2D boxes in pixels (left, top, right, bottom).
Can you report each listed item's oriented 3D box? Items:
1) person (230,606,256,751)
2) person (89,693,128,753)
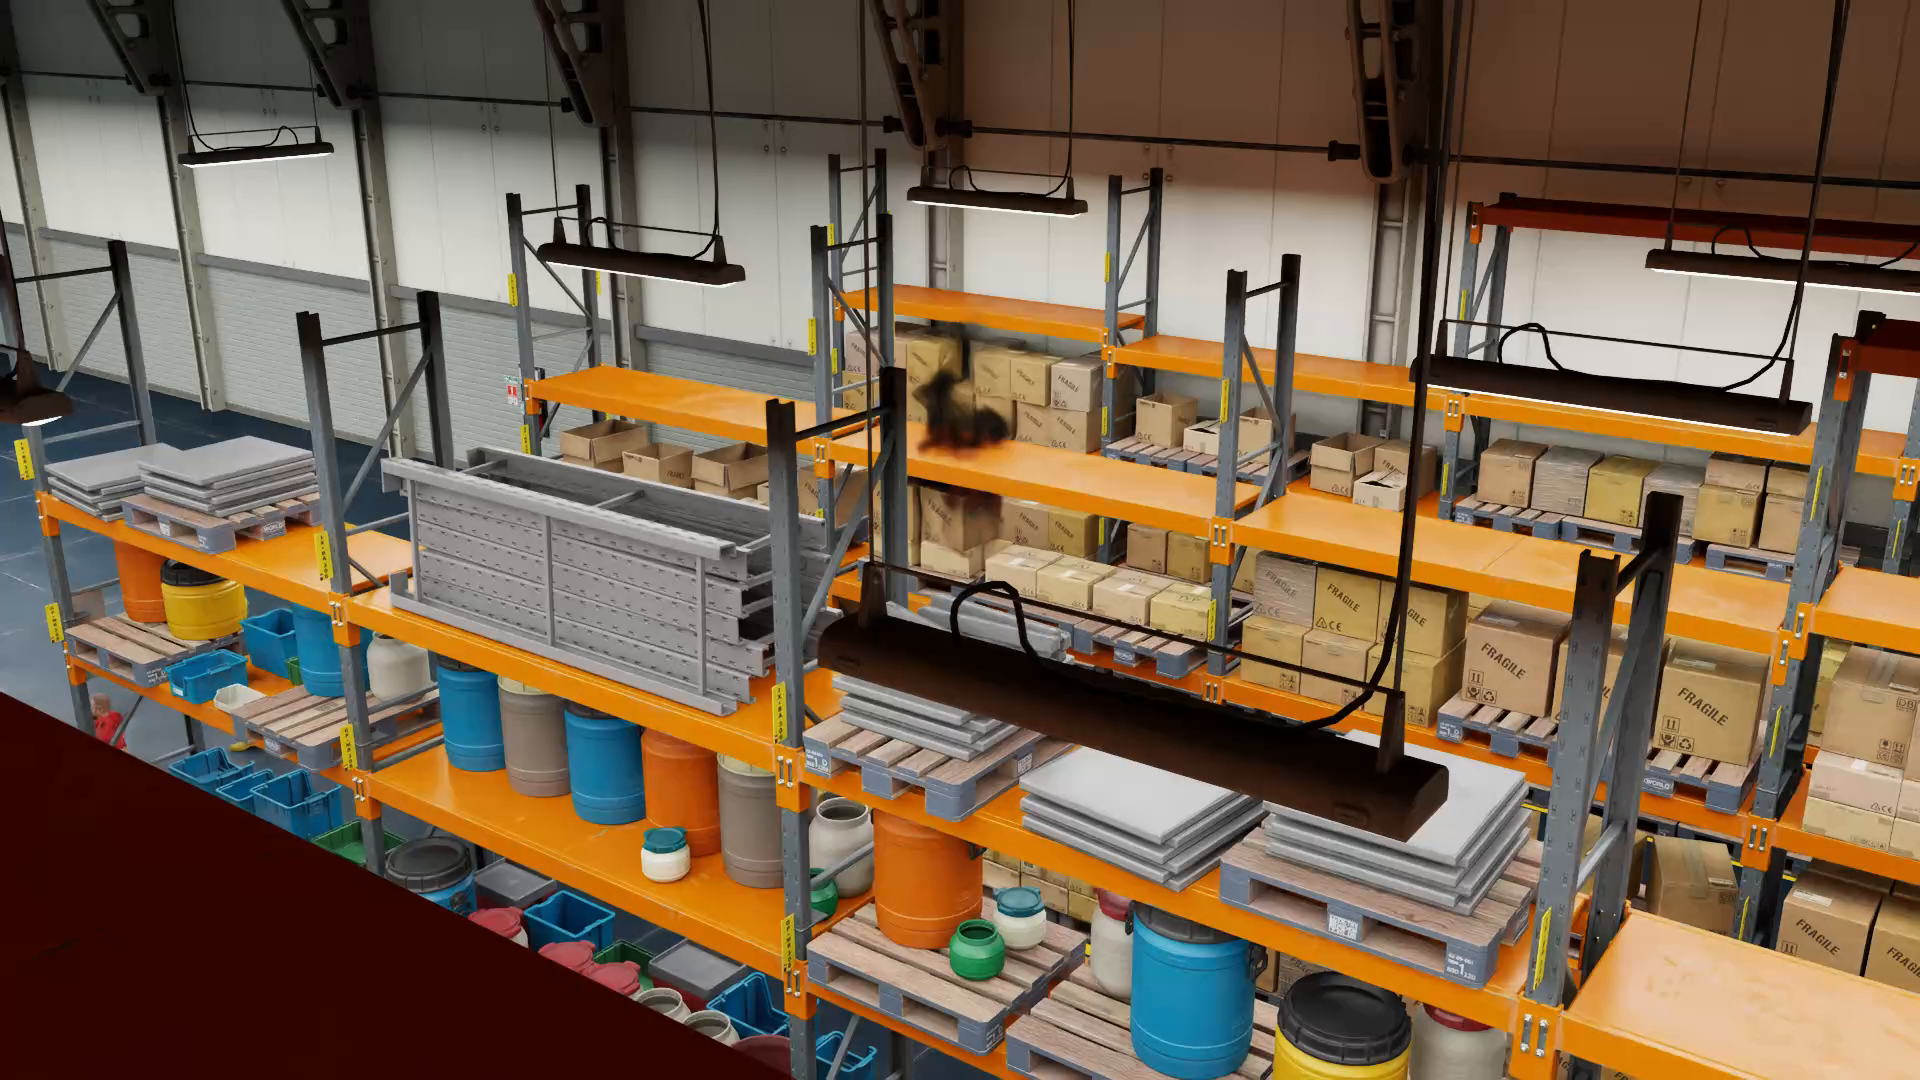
[{"bbox_3d":[-7.781,1.452,18.088,0.589,1.720,0.704,-12,22,-32],"label":"person"},{"bbox_3d":[-8.034,2.228,15.745,0.987,1.695,0.734,-9,21,-25],"label":"person"}]
